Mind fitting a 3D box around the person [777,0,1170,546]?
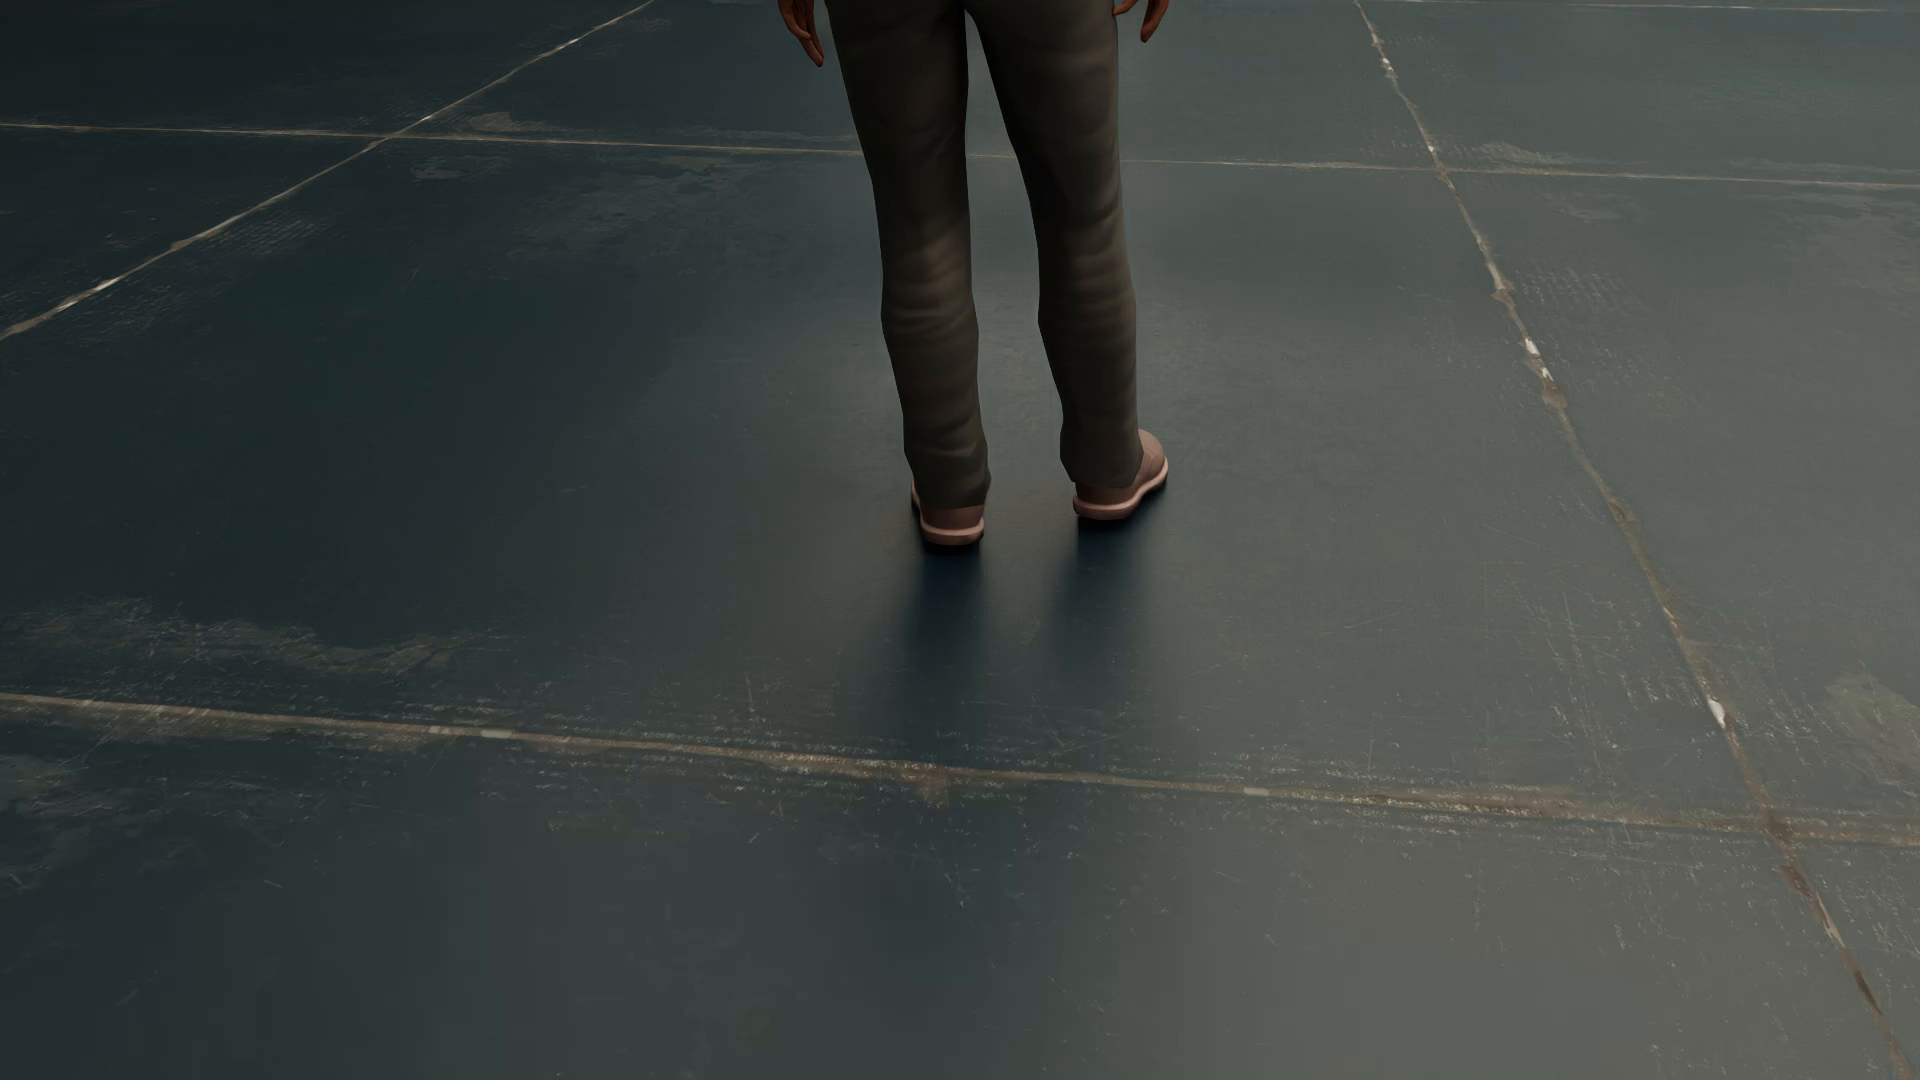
[{"bbox_3d":[0.031,-0.784,2.203,0.569,1.654,0.504,3,27,7],"label":"person"}]
